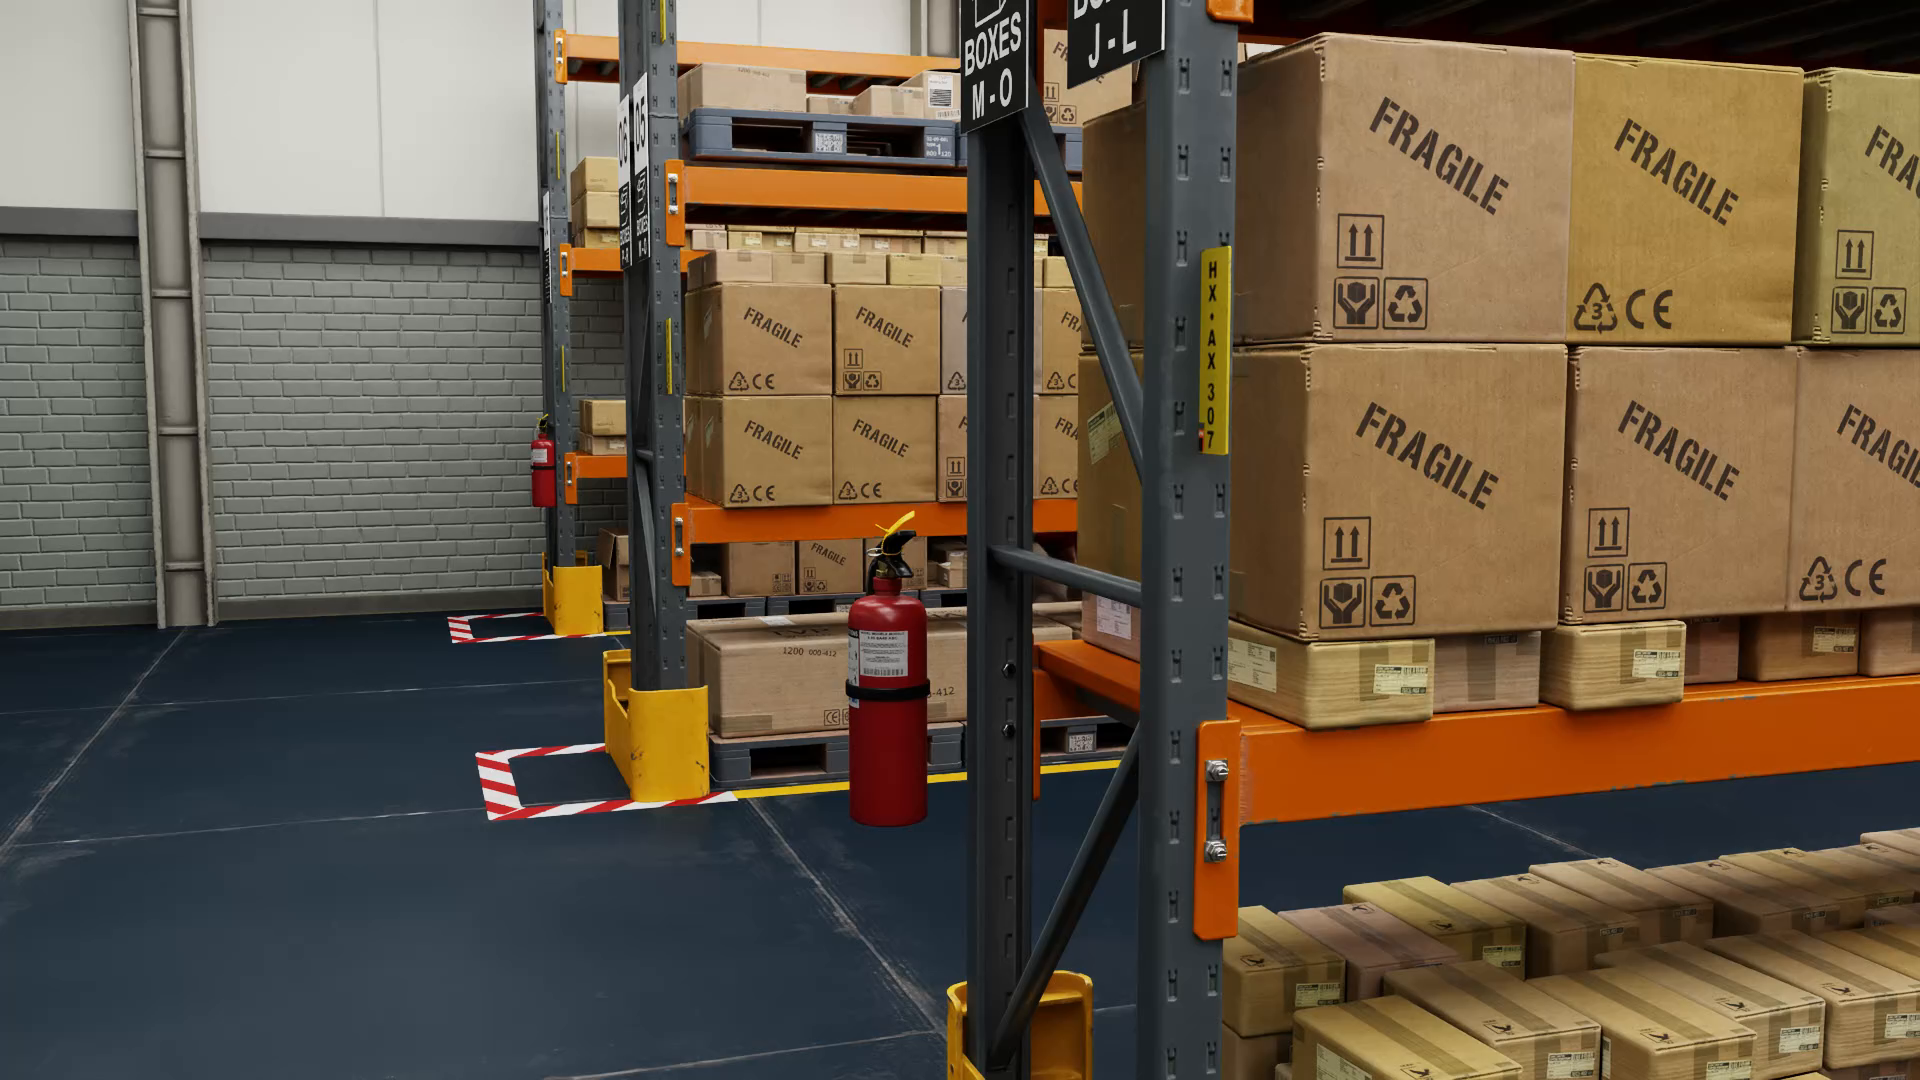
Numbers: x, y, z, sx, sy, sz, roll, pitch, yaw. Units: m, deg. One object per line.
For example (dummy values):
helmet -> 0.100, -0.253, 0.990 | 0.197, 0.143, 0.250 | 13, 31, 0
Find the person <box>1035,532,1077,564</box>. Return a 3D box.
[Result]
person -> 0.692, 0.064, 11.256 | 0.805, 0.820, 0.473 | -2, 6, -21
